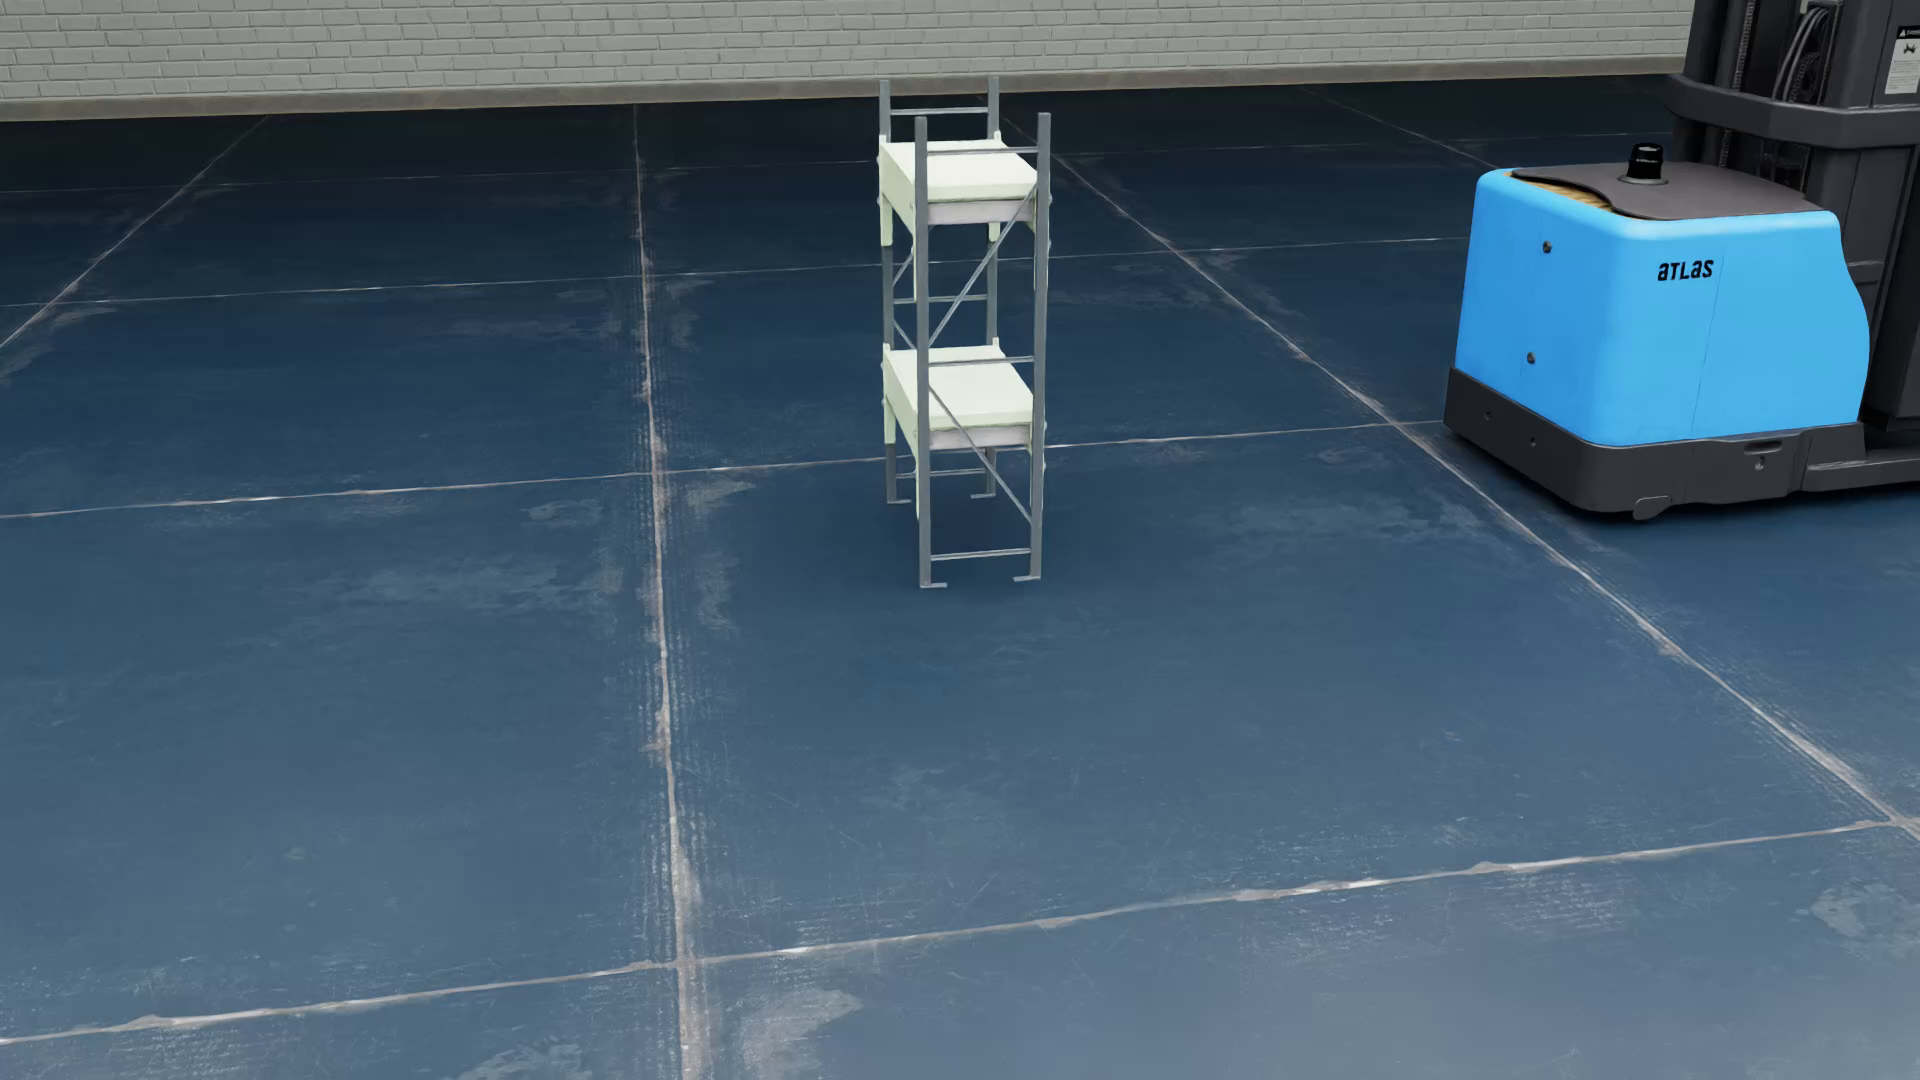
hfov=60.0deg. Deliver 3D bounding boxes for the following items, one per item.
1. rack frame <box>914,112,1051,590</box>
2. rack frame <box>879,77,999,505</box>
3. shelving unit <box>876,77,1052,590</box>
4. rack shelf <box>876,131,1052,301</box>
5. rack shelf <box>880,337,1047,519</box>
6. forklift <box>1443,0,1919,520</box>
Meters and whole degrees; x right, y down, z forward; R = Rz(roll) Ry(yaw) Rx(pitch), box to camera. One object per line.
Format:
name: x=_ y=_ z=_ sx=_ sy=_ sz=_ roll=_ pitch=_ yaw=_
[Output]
rack frame: x=0.066 y=-0.546 z=5.126 sx=0.400 sy=1.500 sz=0.023 roll=-4 pitch=24 yaw=-10
rack frame: x=-0.069 y=-0.834 z=5.785 sx=0.400 sy=1.500 sz=0.023 roll=-4 pitch=24 yaw=-10
shelving unit: x=-0.001 y=-0.690 z=5.456 sx=0.431 sy=1.500 sz=0.755 roll=-4 pitch=24 yaw=-10
rack shelf: x=-0.001 y=-1.048 z=5.300 sx=0.431 sy=0.370 sz=0.720 roll=-4 pitch=24 yaw=-10
rack shelf: x=-0.001 y=-0.391 z=5.586 sx=0.431 sy=0.370 sz=0.720 roll=-4 pitch=24 yaw=-10
forklift: x=3.504 y=-1.724 z=6.035 sx=3.031 sy=2.935 sz=1.130 roll=-6 pitch=24 yaw=-14
